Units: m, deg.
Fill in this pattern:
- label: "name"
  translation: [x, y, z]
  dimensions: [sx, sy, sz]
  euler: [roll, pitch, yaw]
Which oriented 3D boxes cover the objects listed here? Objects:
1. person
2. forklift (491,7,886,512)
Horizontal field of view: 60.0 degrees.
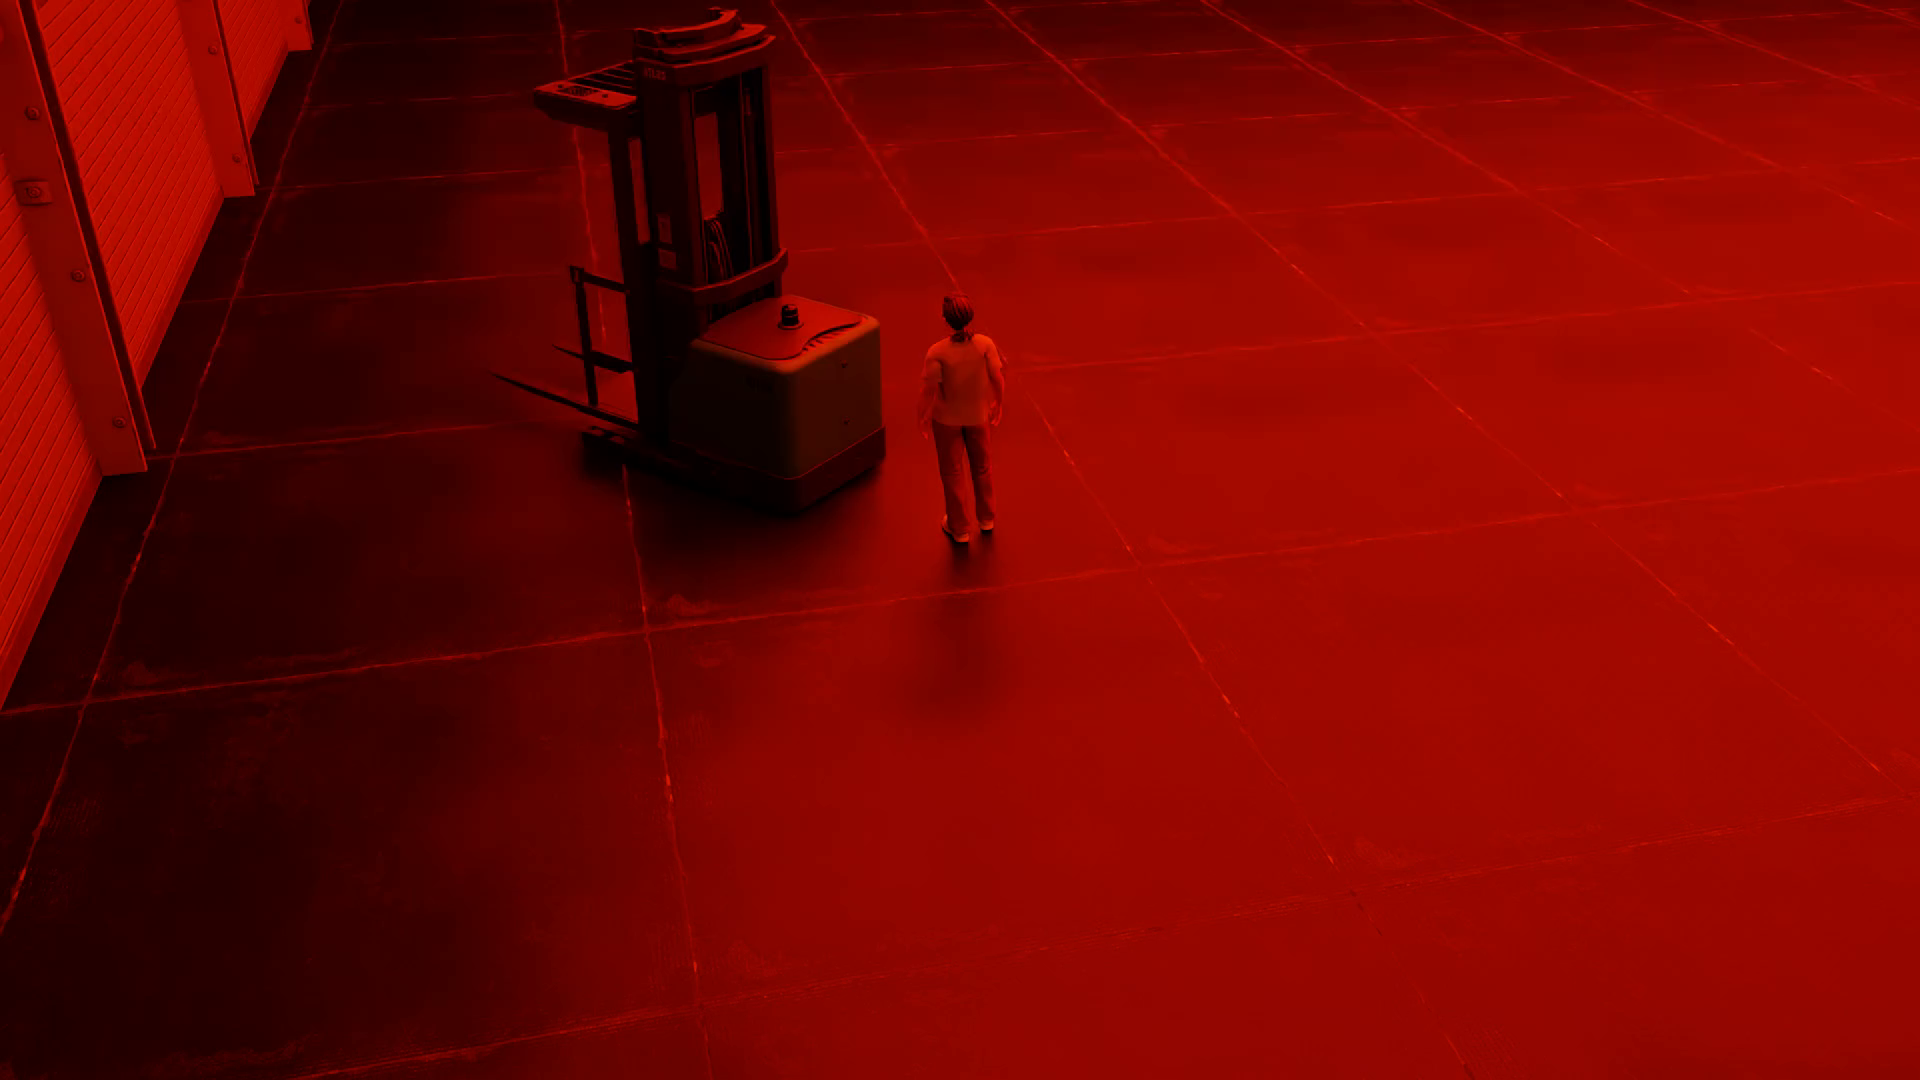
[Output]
- label: "person"
  translation: [-0.007, -0.769, 10.141]
  dimensions: [0.555, 1.674, 0.548]
  euler: [-7, 31, -12]
- label: "forklift"
  translation: [-2.008, -2.014, 11.053]
  dimensions: [3.031, 2.935, 1.130]
  euler: [19, 35, 30]
